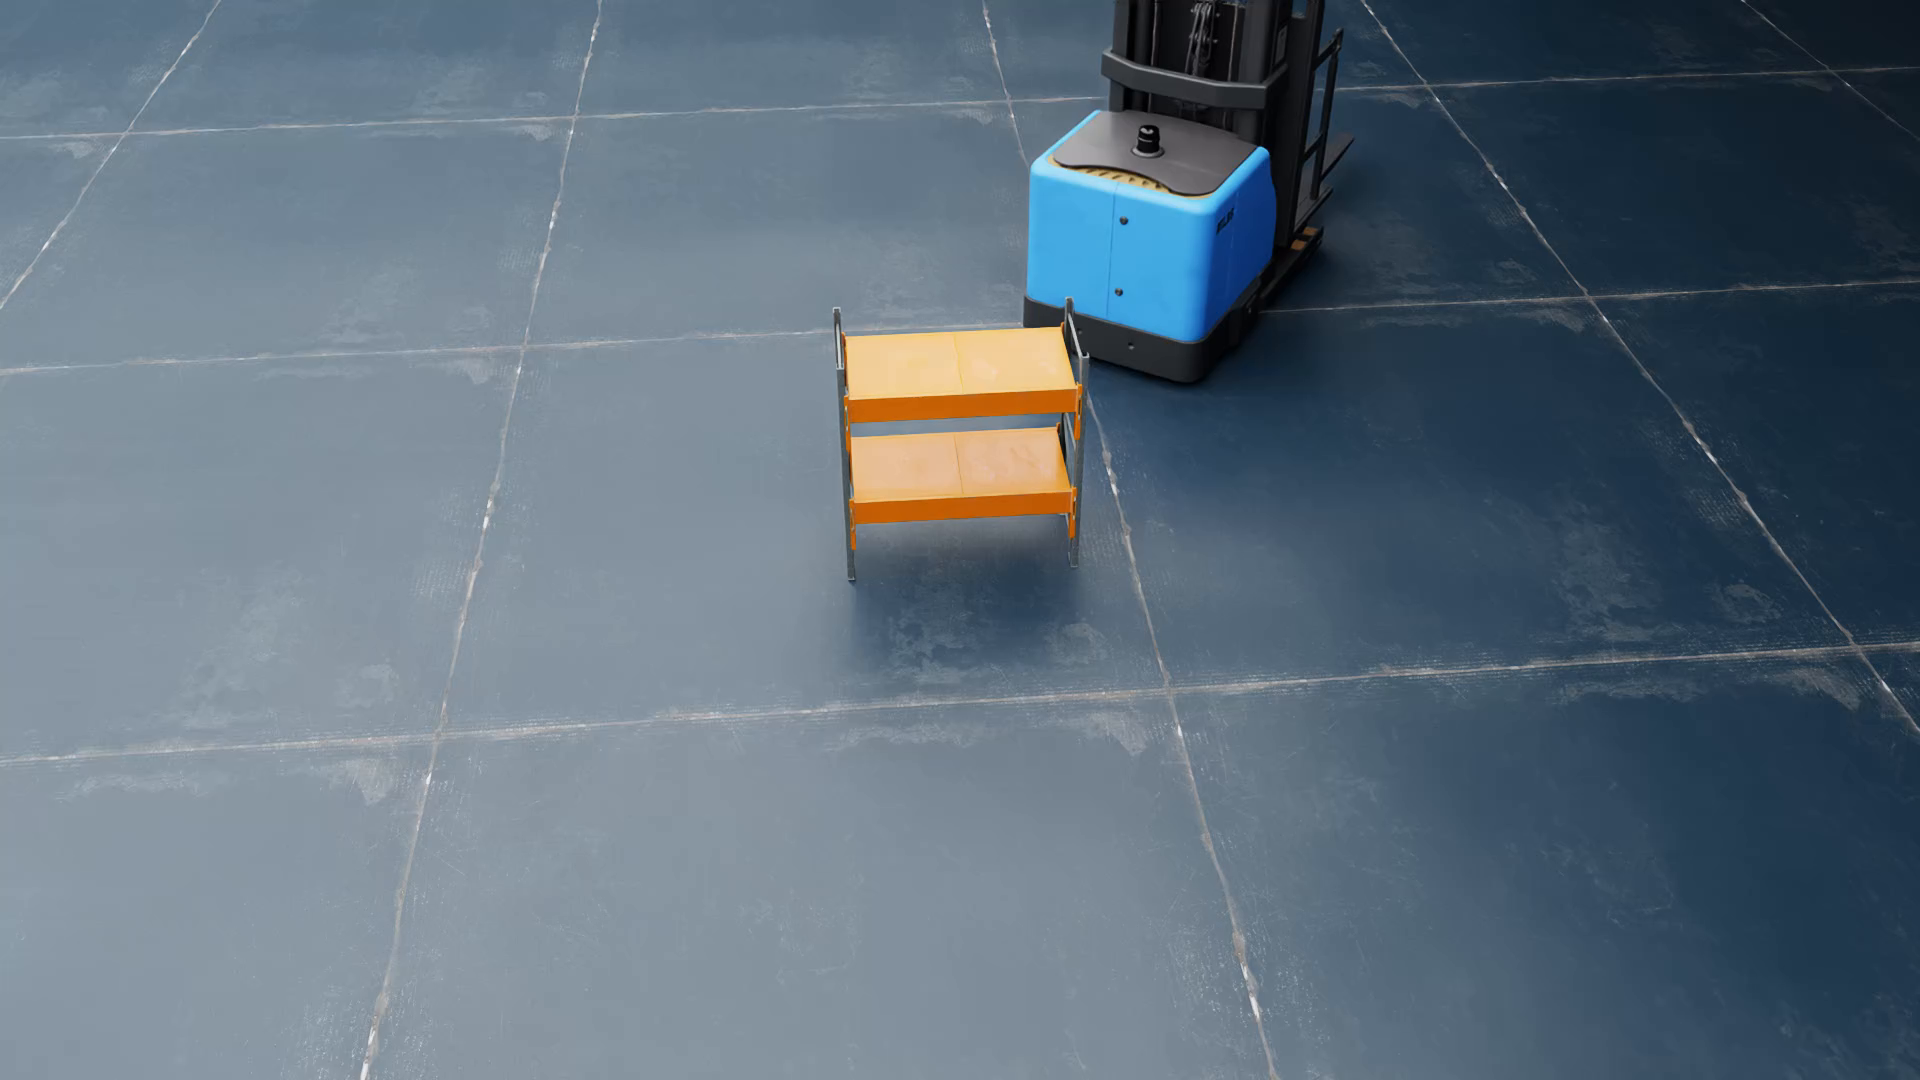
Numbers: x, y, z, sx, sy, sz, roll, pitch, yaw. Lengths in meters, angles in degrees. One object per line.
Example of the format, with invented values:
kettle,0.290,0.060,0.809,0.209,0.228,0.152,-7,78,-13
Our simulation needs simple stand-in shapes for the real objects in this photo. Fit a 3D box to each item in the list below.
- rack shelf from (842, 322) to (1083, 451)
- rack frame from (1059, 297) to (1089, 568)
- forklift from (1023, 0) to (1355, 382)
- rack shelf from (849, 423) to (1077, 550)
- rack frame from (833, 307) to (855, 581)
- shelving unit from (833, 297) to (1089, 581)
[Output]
rack shelf,-0.007,-0.671,7.220,1.000,0.278,0.538,-3,38,-4
rack frame,0.500,-0.469,7.436,0.032,1.125,0.500,-3,38,-4
forklift,1.505,-2.869,9.020,1.130,2.935,3.031,19,42,23
rack shelf,-0.007,-0.249,7.553,1.000,0.278,0.538,-3,38,-4
rack frame,-0.513,-0.413,7.366,0.032,1.125,0.500,-3,38,-4
shelving unit,-0.007,-0.441,7.401,1.048,1.125,0.538,-3,38,-4
